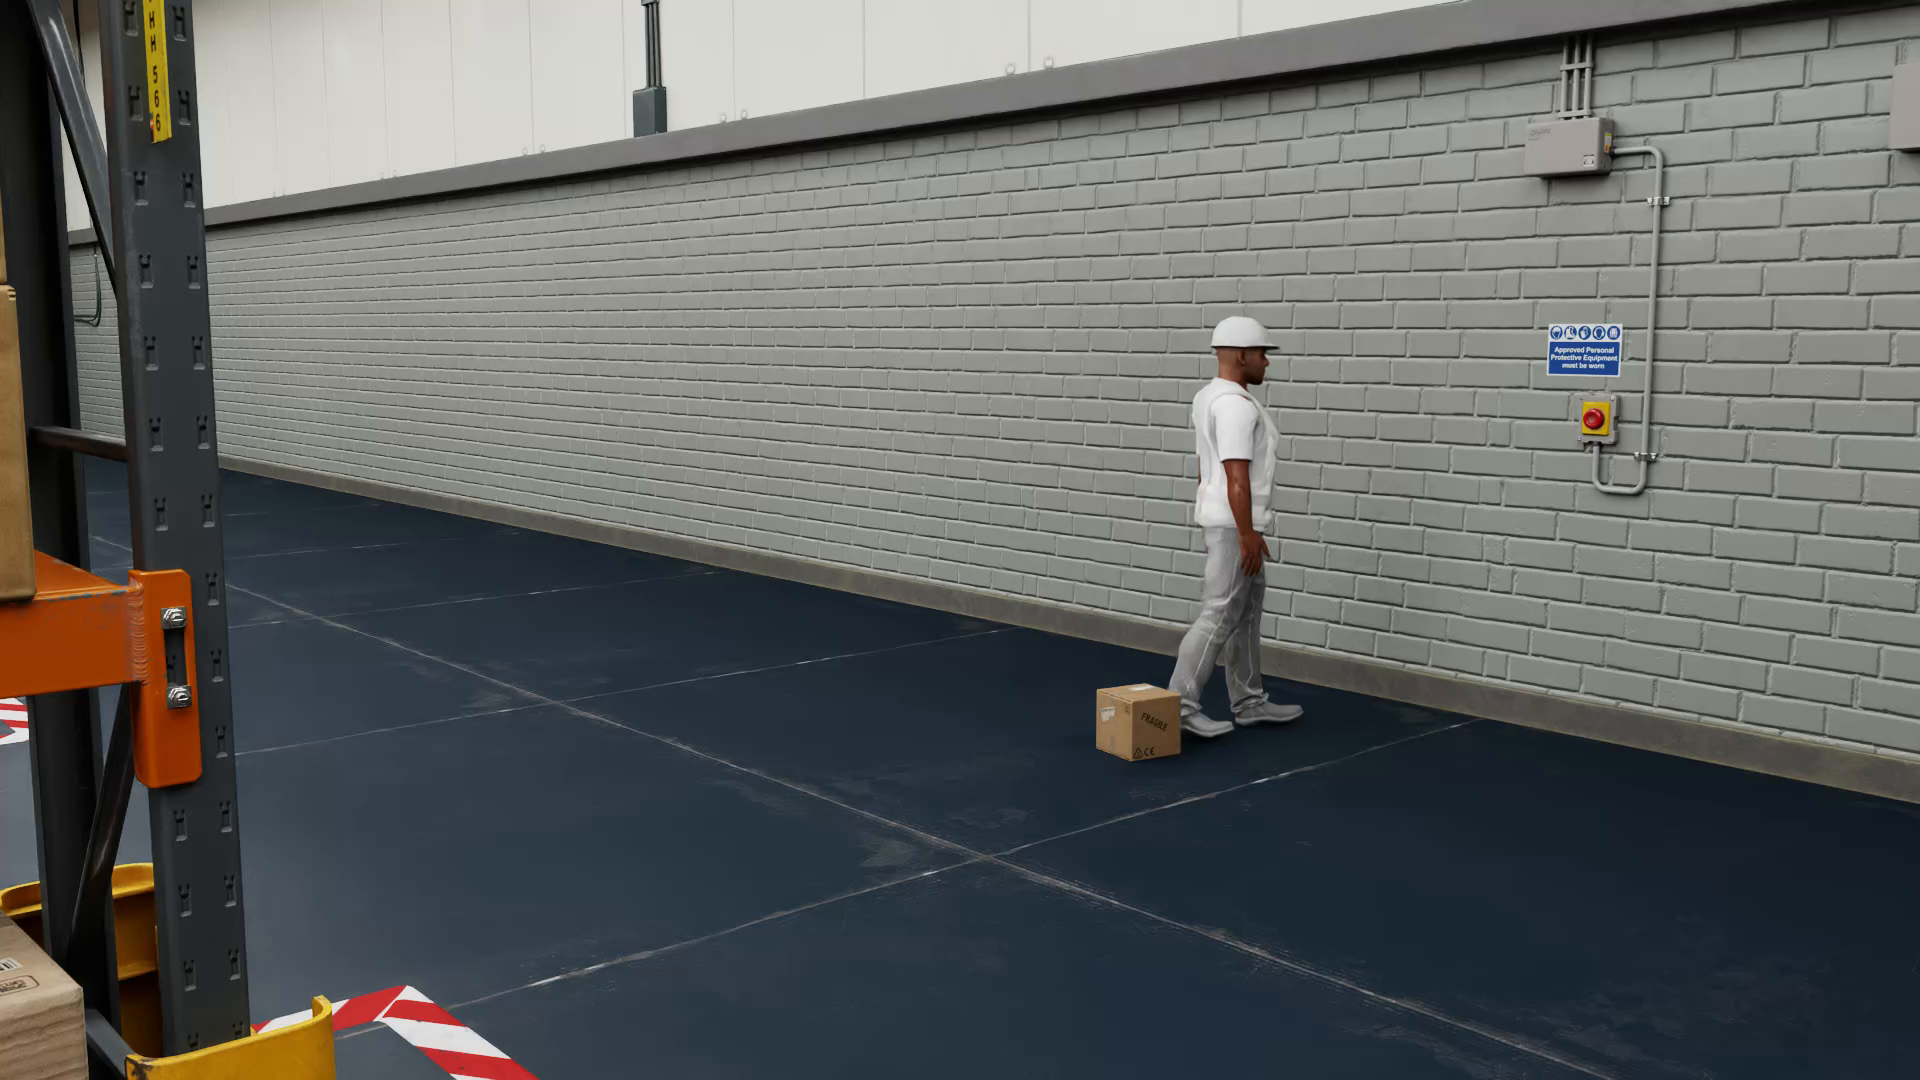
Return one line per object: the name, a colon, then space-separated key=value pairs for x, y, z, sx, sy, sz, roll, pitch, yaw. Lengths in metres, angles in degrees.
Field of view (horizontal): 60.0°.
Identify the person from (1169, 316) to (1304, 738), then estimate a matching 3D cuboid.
person: x=1.180 y=-0.057 z=7.055 sx=0.648 sy=1.771 sz=0.567 roll=0 pitch=7 yaw=2
